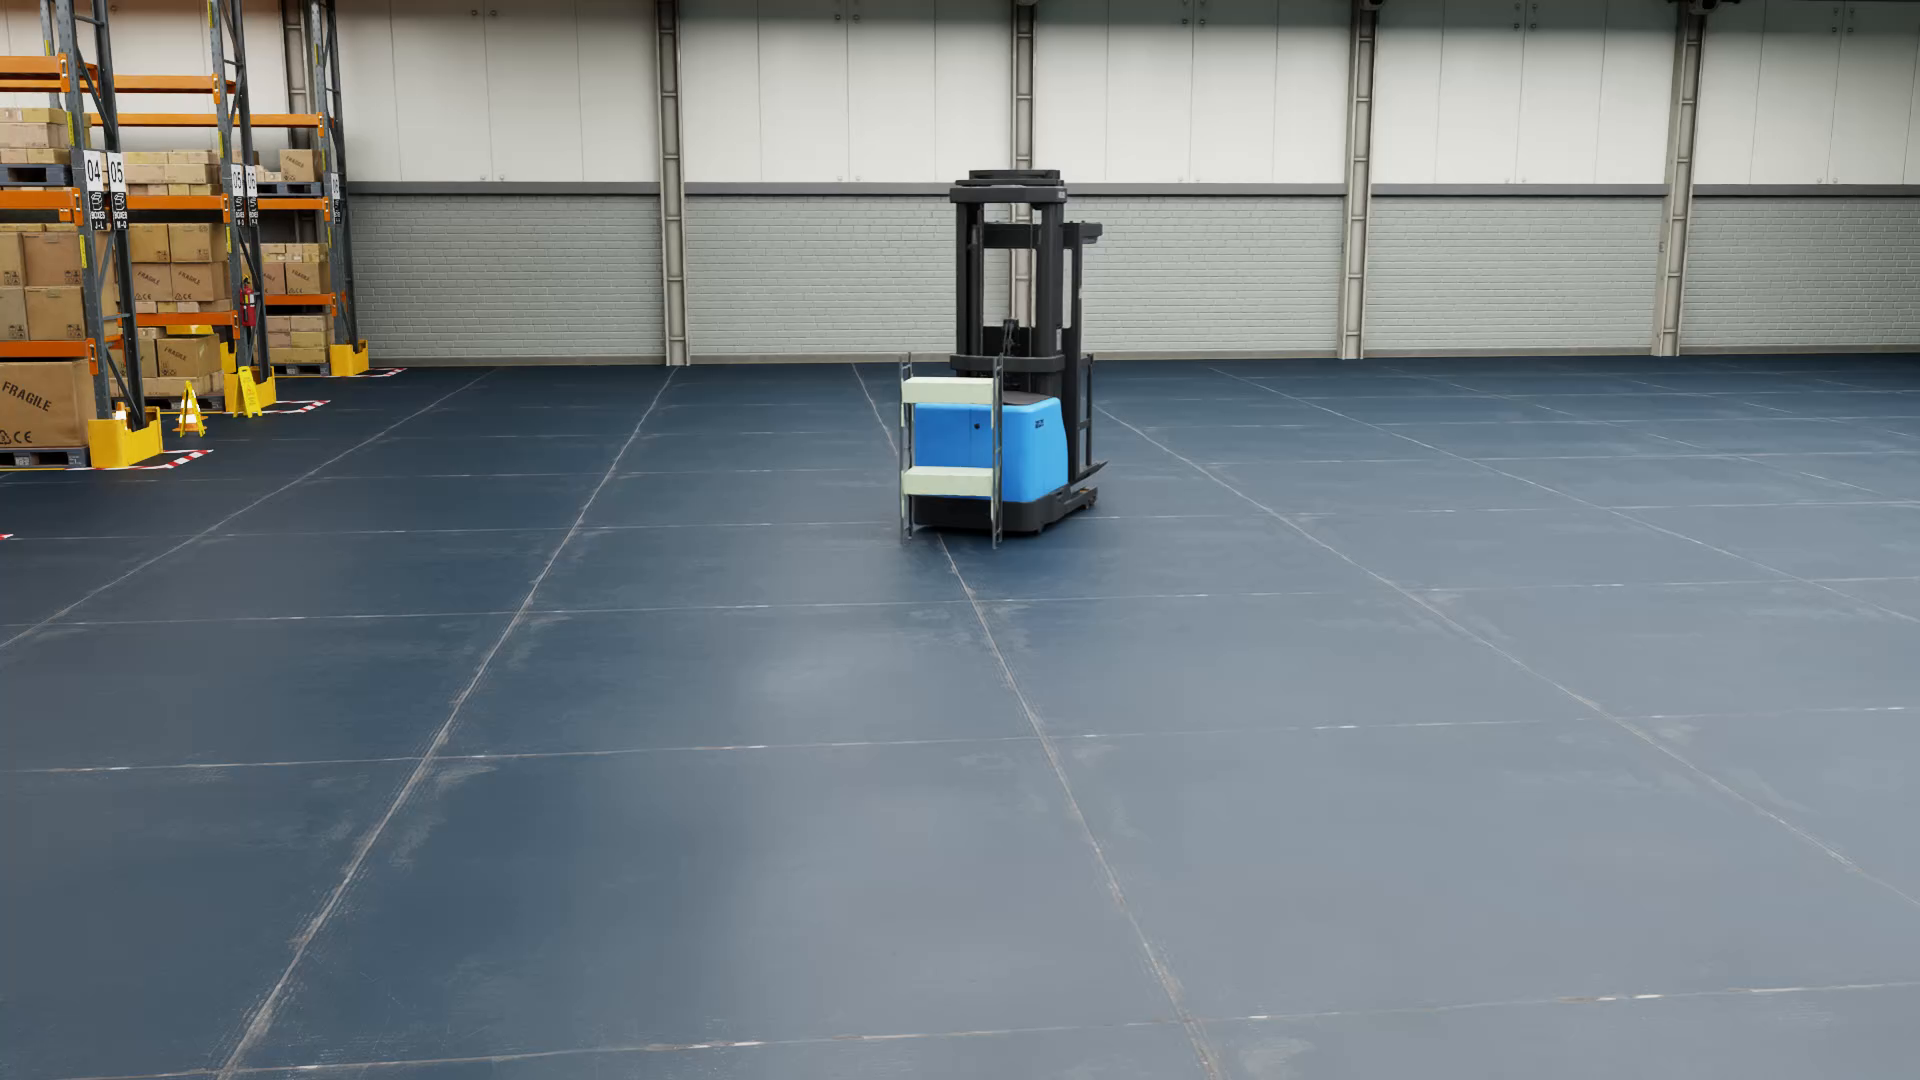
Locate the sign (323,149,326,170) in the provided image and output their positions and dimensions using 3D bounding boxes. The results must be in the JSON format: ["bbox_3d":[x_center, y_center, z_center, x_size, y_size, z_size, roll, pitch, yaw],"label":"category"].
[{"bbox_3d":[-10.010,-5.987,26.181,0.005,0.325,0.100,-1,11,-6],"label":"sign"}]

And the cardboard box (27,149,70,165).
[{"bbox_3d":[-9.174,-3.857,16.739,0.250,0.149,0.380,-1,11,-6],"label":"cardboard box"}]

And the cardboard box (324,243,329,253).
[{"bbox_3d":[-10.412,-4.772,27.151,0.250,0.149,0.380,-1,11,-7],"label":"cardboard box"}]

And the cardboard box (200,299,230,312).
[{"bbox_3d":[-9.864,-3.100,22.014,0.250,0.149,0.380,-1,11,-4],"label":"cardboard box"}]

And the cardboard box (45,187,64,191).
[{"bbox_3d":[-11.619,-4.529,21.505,0.250,0.149,0.380,-1,11,-6],"label":"cardboard box"}]

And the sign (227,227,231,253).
[{"bbox_3d":[-9.475,-3.889,21.552,0.005,0.325,0.100,-1,11,-6],"label":"sign"}]

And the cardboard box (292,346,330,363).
[{"bbox_3d":[-10.488,-3.011,26.946,0.500,0.250,0.500,-1,11,-6],"label":"cardboard box"}]

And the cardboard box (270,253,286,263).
[{"bbox_3d":[-10.885,-4.526,26.673,0.250,0.149,0.380,-1,11,-5],"label":"cardboard box"}]

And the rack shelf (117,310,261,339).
[{"bbox_3d":[-11.503,-2.878,22.095,4.000,0.370,1.077,-1,11,-6],"label":"rack shelf"}]

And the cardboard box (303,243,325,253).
[{"bbox_3d":[-10.388,-4.690,26.735,0.250,0.149,0.380,-1,11,-6],"label":"cardboard box"}]

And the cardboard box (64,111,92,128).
[{"bbox_3d":[-9.246,-4.374,17.303,0.250,0.149,0.380,-1,11,-5],"label":"cardboard box"}]

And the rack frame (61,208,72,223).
[{"bbox_3d":[-14.031,-4.141,26.656,0.127,3.000,1.000,-1,11,-6],"label":"rack frame"}]

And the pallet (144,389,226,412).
[{"bbox_3d":[-10.402,-1.892,22.447,1.213,0.211,1.003,-1,11,-6],"label":"pallet"}]

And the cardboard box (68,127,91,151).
[{"bbox_3d":[-9.387,-4.164,17.265,0.500,0.250,0.500,-1,11,-6],"label":"cardboard box"}]

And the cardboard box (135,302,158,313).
[{"bbox_3d":[-10.613,-3.061,21.816,0.250,0.149,0.380,-1,11,-5],"label":"cardboard box"}]

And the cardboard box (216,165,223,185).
[{"bbox_3d":[-10.044,-4.857,22.141,0.500,0.250,0.500,-1,11,-7],"label":"cardboard box"}]

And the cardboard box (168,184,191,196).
[{"bbox_3d":[-10.083,-4.548,21.604,0.250,0.149,0.380,-1,11,-6],"label":"cardboard box"}]

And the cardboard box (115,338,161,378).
[{"bbox_3d":[-10.802,-2.419,21.992,0.500,0.500,0.500,-1,11,-4],"label":"cardboard box"}]

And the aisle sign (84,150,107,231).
[{"bbox_3d":[-8.777,-3.545,16.884,0.004,0.787,0.394,-1,11,-6],"label":"aisle sign"}]

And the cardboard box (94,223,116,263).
[{"bbox_3d":[-10.999,-3.866,21.635,0.500,0.500,0.700,-1,11,-7],"label":"cardboard box"}]

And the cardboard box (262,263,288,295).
[{"bbox_3d":[-11.032,-4.204,26.716,0.500,0.500,0.500,-1,11,-4],"label":"cardboard box"}]

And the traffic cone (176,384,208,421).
[{"bbox_3d":[-9.803,-1.771,21.179,0.334,0.463,0.336,-1,11,-6],"label":"traffic cone"}]

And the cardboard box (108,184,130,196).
[{"bbox_3d":[-10.853,-4.543,21.574,0.250,0.149,0.380,-1,11,-7],"label":"cardboard box"}]

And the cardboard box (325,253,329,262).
[{"bbox_3d":[-10.420,-4.634,27.224,0.250,0.149,0.380,-1,11,-8],"label":"cardboard box"}]

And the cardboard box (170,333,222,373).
[{"bbox_3d":[-10.370,-2.533,22.571,0.500,0.500,0.500,-2,11,-8],"label":"cardboard box"}]

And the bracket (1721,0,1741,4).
[{"bbox_3d":[13.466,-9.533,29.200,0.430,0.232,0.235,-1,11,-6],"label":"bracket"}]

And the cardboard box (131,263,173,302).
[{"bbox_3d":[-10.523,-3.394,21.825,0.500,0.500,0.500,-1,11,-6],"label":"cardboard box"}]

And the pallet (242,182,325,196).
[{"bbox_3d":[-10.760,-5.643,26.749,1.213,0.211,1.003,-1,11,-6],"label":"pallet"}]

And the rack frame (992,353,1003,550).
[{"bbox_3d":[0.295,-0.694,13.011,0.023,1.500,0.400,2,11,9],"label":"rack frame"}]

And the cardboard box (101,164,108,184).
[{"bbox_3d":[-11.010,-4.732,21.505,0.500,0.250,0.500,-1,11,-4],"label":"cardboard box"}]

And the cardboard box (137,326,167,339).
[{"bbox_3d":[-10.641,-2.728,21.884,0.250,0.149,0.380,-1,11,-4],"label":"cardboard box"}]

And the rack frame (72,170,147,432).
[{"bbox_3d":[-8.880,-2.325,17.420,0.127,3.000,1.000,-1,11,-6],"label":"rack frame"}]

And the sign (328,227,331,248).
[{"bbox_3d":[-10.010,-4.804,26.414,0.005,0.325,0.100,-1,11,-6],"label":"sign"}]

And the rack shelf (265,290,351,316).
[{"bbox_3d":[-12.043,-3.830,26.937,4.000,0.370,1.077,-1,11,-6],"label":"rack shelf"}]

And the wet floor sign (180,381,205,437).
[{"bbox_3d":[-9.065,-1.550,19.582,0.232,0.644,0.267,-3,12,-16],"label":"wet floor sign"}]

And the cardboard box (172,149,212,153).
[{"bbox_3d":[-12.083,-5.939,26.410,0.637,0.503,0.797,-1,11,-4],"label":"cardboard box"}]

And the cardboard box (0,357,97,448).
[{"bbox_3d":[-9.547,-1.462,17.448,0.875,0.875,0.875,-1,11,-6],"label":"cardboard box"}]

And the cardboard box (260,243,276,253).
[{"bbox_3d":[-11.143,-4.677,26.671,0.250,0.149,0.380,-1,11,-6],"label":"cardboard box"}]

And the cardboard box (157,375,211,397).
[{"bbox_3d":[-10.313,-2.060,22.112,0.500,0.250,0.500,-1,11,-6],"label":"cardboard box"}]

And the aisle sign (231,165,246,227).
[{"bbox_3d":[-9.422,-4.494,21.711,0.004,0.787,0.394,-1,11,-6],"label":"aisle sign"}]

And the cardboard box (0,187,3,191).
[{"bbox_3d":[-12.401,-4.516,21.438,0.250,0.149,0.380,-1,11,-4],"label":"cardboard box"}]

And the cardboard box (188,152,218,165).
[{"bbox_3d":[-9.819,-4.949,21.572,0.250,0.149,0.380,-1,11,-6],"label":"cardboard box"}]

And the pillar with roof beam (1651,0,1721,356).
[{"bbox_3d":[13.480,-7.001,25.650,0.548,9.000,9.100,-1,11,-6],"label":"pillar with roof beam"}]

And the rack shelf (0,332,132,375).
[{"bbox_3d":[-10.868,-1.931,17.277,4.000,0.370,1.077,-1,11,-6],"label":"rack shelf"}]

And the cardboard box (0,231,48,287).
[{"bbox_3d":[-9.790,-2.899,17.151,0.550,0.550,0.875,-1,11,-6],"label":"cardboard box"}]

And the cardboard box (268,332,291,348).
[{"bbox_3d":[-11.005,-3.248,26.857,0.500,0.250,0.500,-1,11,-7],"label":"cardboard box"}]

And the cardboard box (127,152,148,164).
[{"bbox_3d":[-10.589,-4.946,21.561,0.250,0.149,0.380,-1,11,-6],"label":"cardboard box"}]

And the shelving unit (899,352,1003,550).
[{"bbox_3d":[-0.067,-0.706,13.070,0.755,1.500,0.431,2,11,9],"label":"shelving unit"}]

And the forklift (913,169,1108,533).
[{"bbox_3d":[0.597,-1.736,14.601,1.130,2.935,3.031,4,12,20],"label":"forklift"}]

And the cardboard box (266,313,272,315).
[{"bbox_3d":[-11.548,-3.579,27.242,0.500,0.250,0.500,-1,11,-6],"label":"cardboard box"}]

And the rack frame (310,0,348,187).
[{"bbox_3d":[-10.055,-7.168,26.501,0.127,3.000,1.000,-1,11,-6],"label":"rack frame"}]

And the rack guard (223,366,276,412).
[{"bbox_3d":[-9.590,-2.044,22.471,0.348,0.500,1.175,-1,11,-6],"label":"rack guard"}]

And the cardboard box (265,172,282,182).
[{"bbox_3d":[-10.846,-5.752,26.380,0.250,0.149,0.380,-2,11,-8],"label":"cardboard box"}]

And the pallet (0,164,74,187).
[{"bbox_3d":[-9.616,-3.736,17.050,1.213,0.211,1.003,-1,11,-6],"label":"pallet"}]
